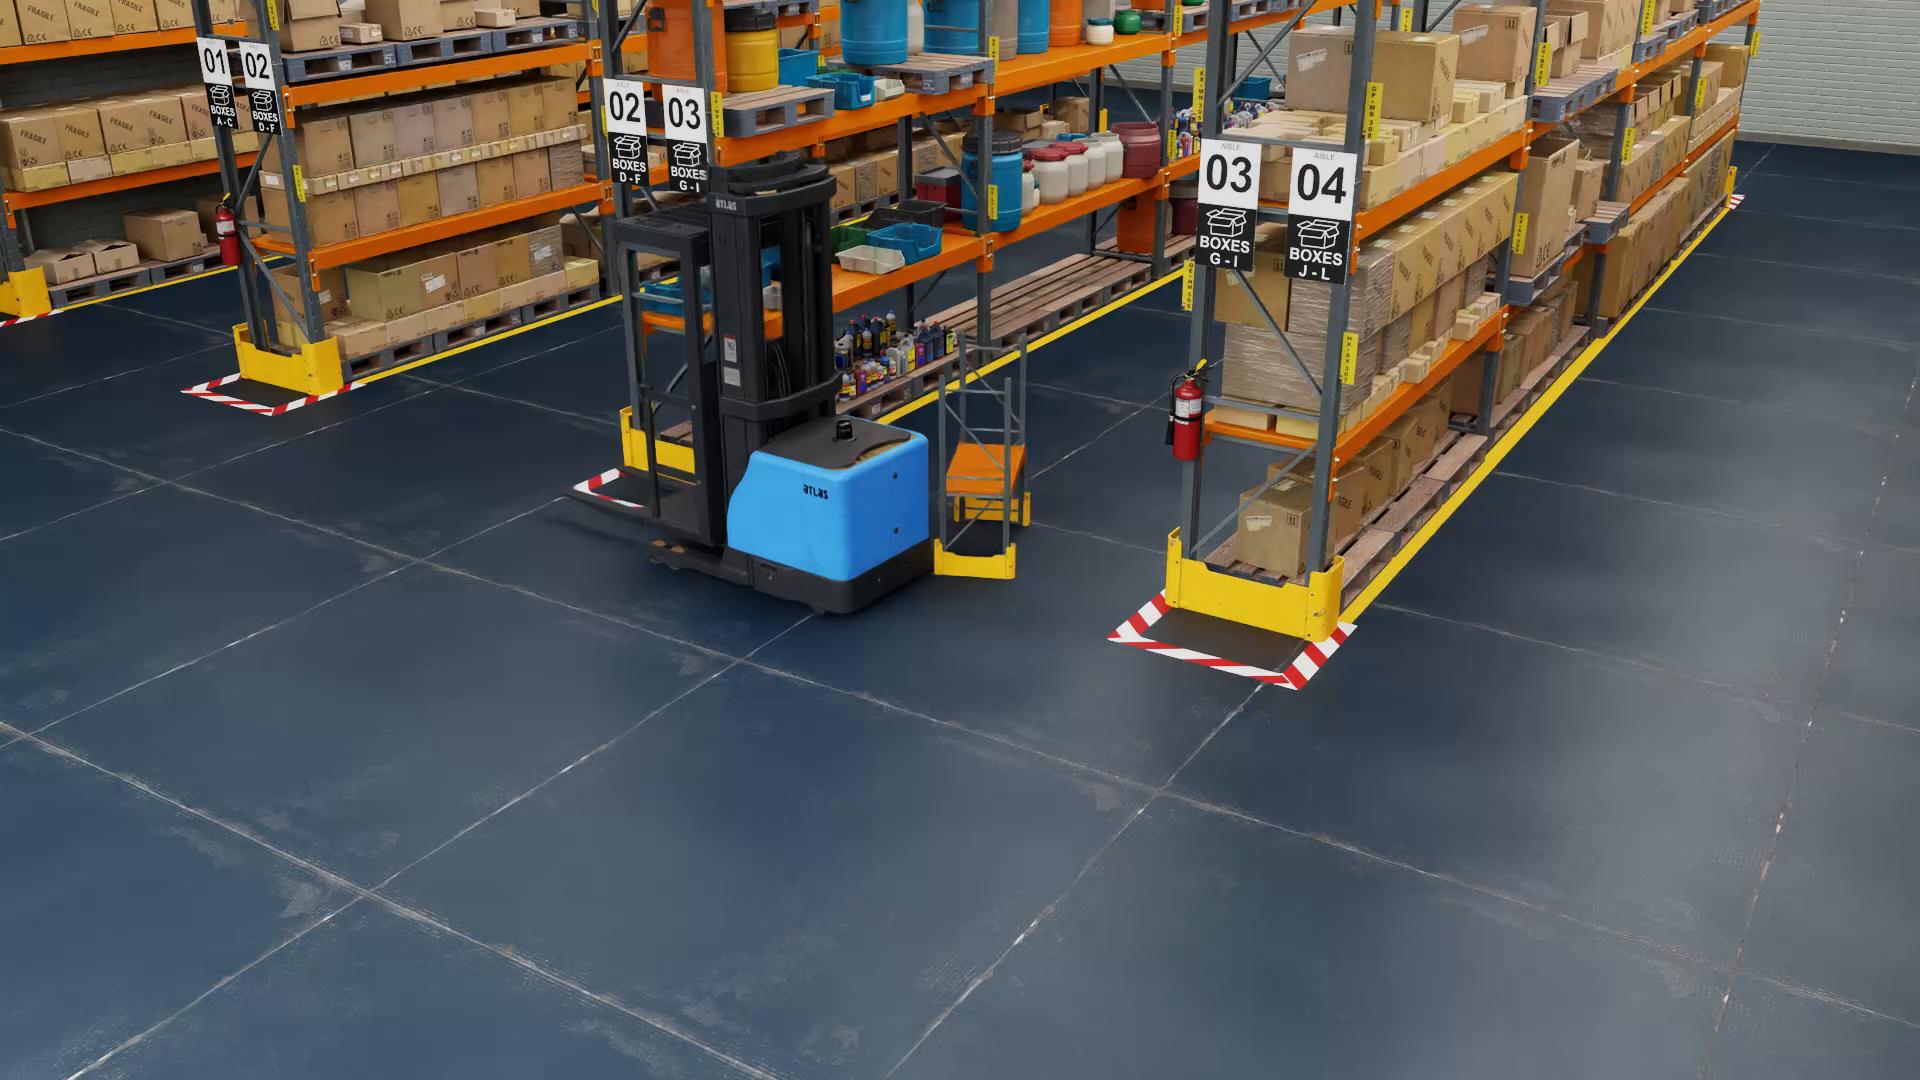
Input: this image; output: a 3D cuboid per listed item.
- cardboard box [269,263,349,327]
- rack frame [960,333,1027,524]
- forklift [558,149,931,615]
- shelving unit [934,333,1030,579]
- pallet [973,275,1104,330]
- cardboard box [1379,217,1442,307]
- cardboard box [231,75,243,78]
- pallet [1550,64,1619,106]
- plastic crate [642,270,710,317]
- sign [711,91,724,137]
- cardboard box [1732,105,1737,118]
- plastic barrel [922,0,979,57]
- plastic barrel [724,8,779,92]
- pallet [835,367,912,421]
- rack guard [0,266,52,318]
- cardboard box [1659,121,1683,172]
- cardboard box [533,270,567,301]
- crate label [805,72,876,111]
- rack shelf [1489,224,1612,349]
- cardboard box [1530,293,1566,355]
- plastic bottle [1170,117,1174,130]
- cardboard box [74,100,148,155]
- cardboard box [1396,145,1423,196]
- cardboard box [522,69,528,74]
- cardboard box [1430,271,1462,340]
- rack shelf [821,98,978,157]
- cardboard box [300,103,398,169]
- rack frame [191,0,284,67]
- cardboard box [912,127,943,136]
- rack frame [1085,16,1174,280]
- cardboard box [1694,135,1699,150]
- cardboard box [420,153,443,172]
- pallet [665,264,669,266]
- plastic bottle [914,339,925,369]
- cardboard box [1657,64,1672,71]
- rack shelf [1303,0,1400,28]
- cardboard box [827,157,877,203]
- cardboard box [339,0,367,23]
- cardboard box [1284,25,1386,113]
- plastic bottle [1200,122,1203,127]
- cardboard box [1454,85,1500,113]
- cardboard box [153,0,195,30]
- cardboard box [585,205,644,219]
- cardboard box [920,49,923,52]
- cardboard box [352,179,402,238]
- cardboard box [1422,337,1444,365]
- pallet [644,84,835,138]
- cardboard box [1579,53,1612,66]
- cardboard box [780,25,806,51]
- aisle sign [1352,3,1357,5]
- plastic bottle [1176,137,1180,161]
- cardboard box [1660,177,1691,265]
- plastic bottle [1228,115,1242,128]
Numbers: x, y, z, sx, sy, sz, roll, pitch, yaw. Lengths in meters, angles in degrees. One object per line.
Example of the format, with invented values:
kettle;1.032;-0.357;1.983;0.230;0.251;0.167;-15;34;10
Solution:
cardboard box;-6.435;-2.438;16.431;0.500;0.500;0.500;14;27;29
rack frame;0.246;-0.829;12.613;0.500;1.500;0.032;3;24;7
forklift;-1.700;-1.282;11.857;3.031;2.935;1.130;16;28;32
shelving unit;0.176;-0.633;12.160;0.587;1.500;1.083;3;24;7
pallet;0.875;-2.638;18.413;1.003;0.211;1.213;14;27;29
cardboard box;3.003;-1.949;11.553;0.500;0.500;0.500;14;27;29
cardboard box;-8.991;-5.477;20.680;0.500;0.500;0.500;13;27;28
pallet;5.019;-4.020;14.557;1.213;0.211;1.003;14;27;29
plastic crate;-2.249;-2.044;13.719;0.499;0.251;0.616;14;27;29
sign;-1.794;-3.145;12.287;0.100;0.325;0.005;14;27;29
cardboard box;10.345;-5.850;22.641;0.380;0.149;0.250;14;27;29
plastic barrel;-0.065;-5.055;16.079;0.600;0.901;0.708;14;27;29
plastic barrel;-1.766;-3.948;13.388;0.600;0.588;0.600;0;23;0
pallet;-1.181;-1.320;15.369;1.003;0.211;1.213;14;27;29
rack guard;-10.636;-2.835;18.506;1.175;0.500;0.348;14;27;29
cardboard box;7.997;-4.558;19.213;0.500;0.500;0.500;15;27;31
cardboard box;-4.686;-2.832;18.284;0.500;0.250;0.500;14;27;29
crate label;-0.991;-3.752;13.888;0.502;0.251;0.408;14;27;29
rack shelf;5.114;-2.538;15.578;1.077;0.370;4.000;14;27;29
cardboard box;5.551;-2.177;16.433;0.700;0.500;0.500;11;26;25
plastic bottle;2.635;-5.171;20.902;0.061;0.283;0.133;14;27;29
cardboard box;-9.621;-4.677;18.834;0.500;0.500;0.500;13;27;27
cardboard box;2.689;-2.434;10.846;0.500;0.250;0.500;13;27;28
cardboard box;-6.431;-7.063;24.600;0.500;0.500;0.500;14;27;29
cardboard box;3.297;-1.885;12.664;0.875;0.500;0.500;14;27;29
rack shelf;-1.190;-5.965;23.495;1.077;0.370;4.000;14;27;29
cardboard box;-5.907;-3.913;16.089;0.700;0.500;0.500;13;27;28
rack frame;-6.465;-5.673;14.363;1.000;3.000;0.127;14;27;29
cardboard box;-0.598;-5.913;25.061;0.500;0.500;0.500;13;26;27
rack frame;1.961;-4.581;19.392;1.000;3.000;0.127;14;27;29
cardboard box;8.856;-4.896;20.437;0.380;0.149;0.250;13;27;27
cardboard box;-5.398;-3.786;16.613;0.380;0.149;0.250;13;27;28
pallet;-3.357;-3.661;20.776;1.003;0.211;1.213;14;27;29
plastic bottle;-0.396;-1.780;15.787;0.061;0.283;0.133;16;28;32
cardboard box;8.562;-5.684;20.811;0.500;0.500;0.500;14;27;29
rack shelf;5.126;-7.652;23.616;1.077;0.370;4.000;14;27;29
cardboard box;-1.491;-4.947;22.829;0.500;0.500;0.500;13;27;27
cardboard box;-5.789;-5.144;16.325;0.500;0.311;0.500;18;29;35
cardboard box;2.551;-3.207;11.314;0.500;0.500;0.500;14;27;29
plastic bottle;3.083;-5.144;20.755;0.144;0.351;0.185;14;27;29
cardboard box;3.732;-3.241;12.208;0.380;0.149;0.250;13;27;27
cardboard box;-9.160;-6.153;19.097;0.500;0.500;0.500;13;26;27
cardboard box;-4.116;-3.832;19.888;0.500;0.311;0.500;15;27;30
cardboard box;-0.884;-6.850;23.980;0.700;0.500;0.500;19;30;37
cardboard box;-5.935;-3.299;16.305;0.700;0.500;0.500;15;27;30
cardboard box;3.391;-1.440;12.453;0.380;0.149;0.250;14;27;29
pallet;-1.740;-3.429;13.194;1.003;0.211;1.213;14;27;29
cardboard box;5.609;-4.300;15.155;0.500;0.250;0.500;15;27;30
cardboard box;-3.281;-8.817;28.800;0.980;0.700;0.700;12;26;26
aisle sign;5.966;-8.561;25.312;0.394;0.787;0.004;14;27;29
plastic bottle;2.548;-4.634;19.675;0.097;0.271;0.097;0;23;0
cardboard box;7.958;-3.890;19.943;1.225;0.875;0.875;14;27;29
plastic bottle;3.486;-5.256;21.107;0.152;0.276;0.135;14;27;29
